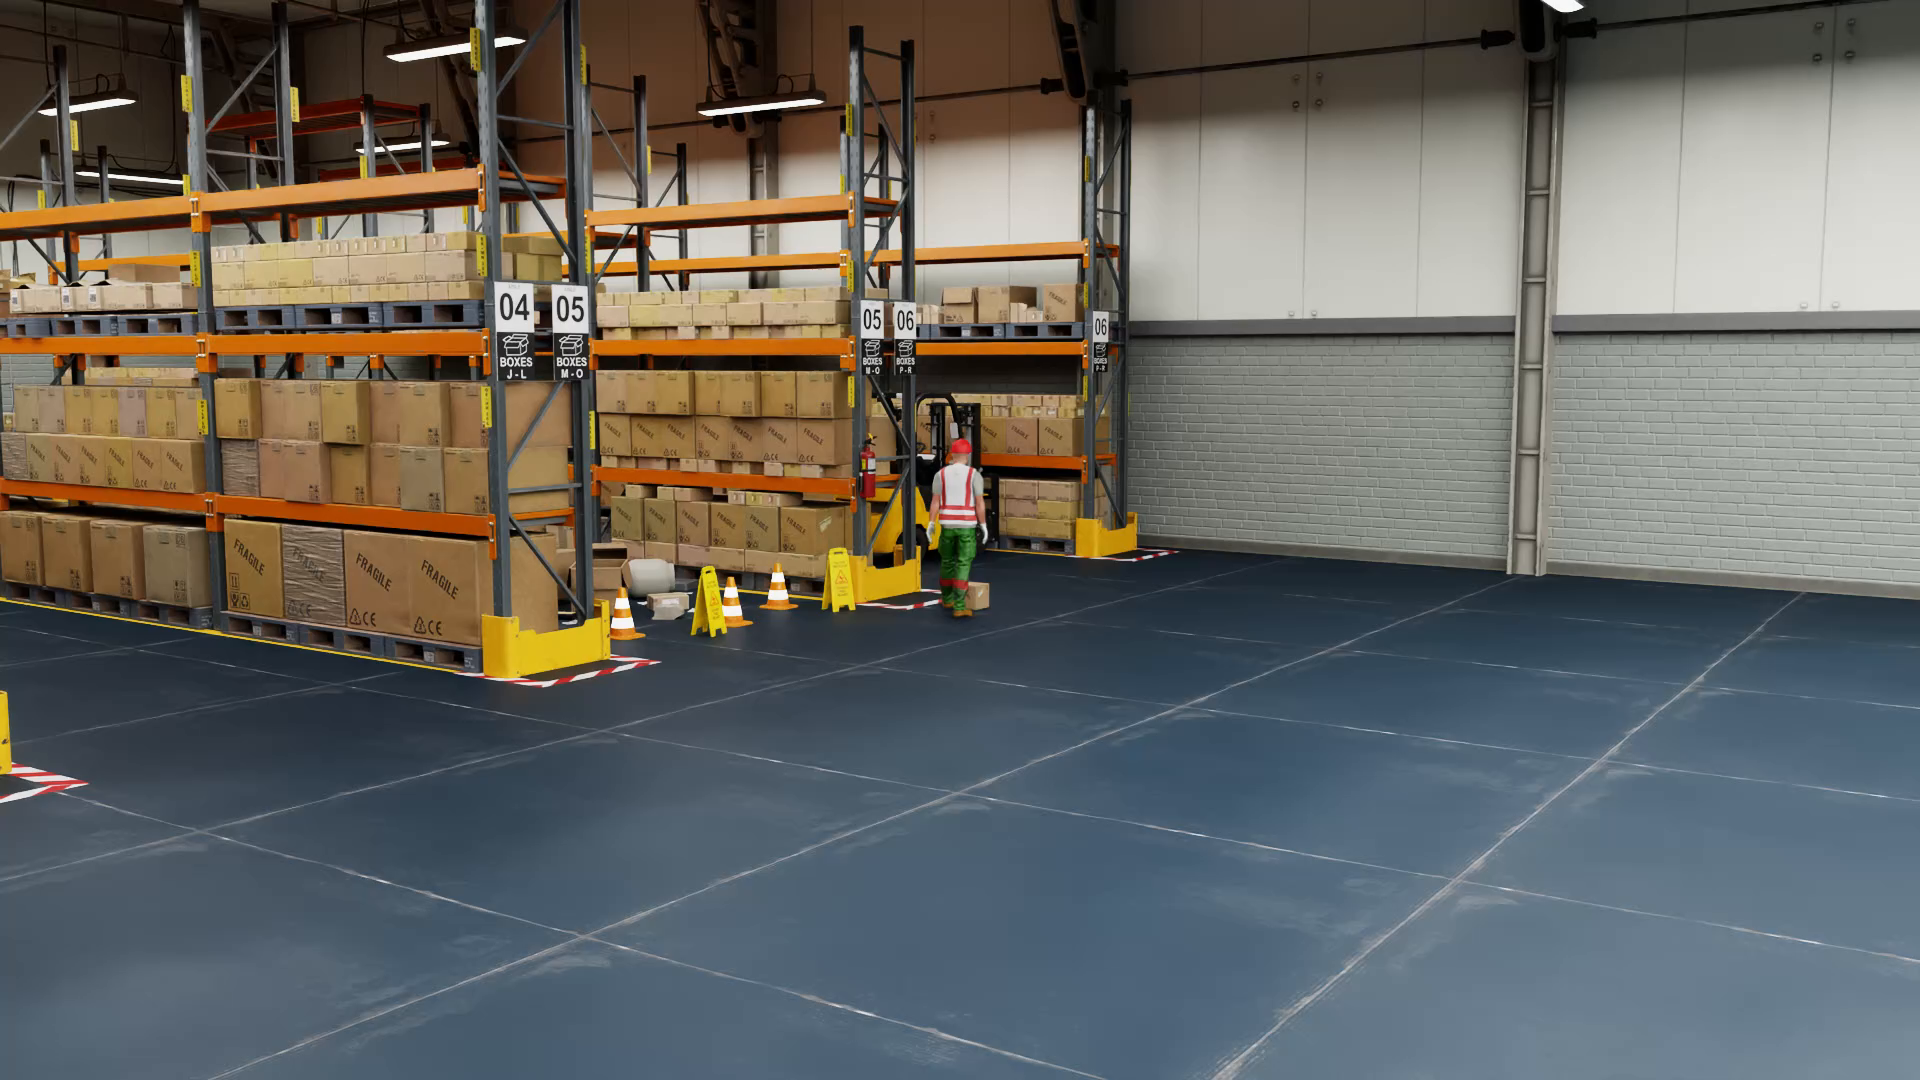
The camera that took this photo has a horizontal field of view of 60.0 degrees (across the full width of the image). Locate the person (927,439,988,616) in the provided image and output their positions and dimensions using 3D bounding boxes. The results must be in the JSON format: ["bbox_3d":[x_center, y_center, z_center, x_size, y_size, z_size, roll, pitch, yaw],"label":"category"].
[{"bbox_3d":[0.019,-0.146,16.923,0.616,1.779,0.768,2,6,15],"label":"person"}]
